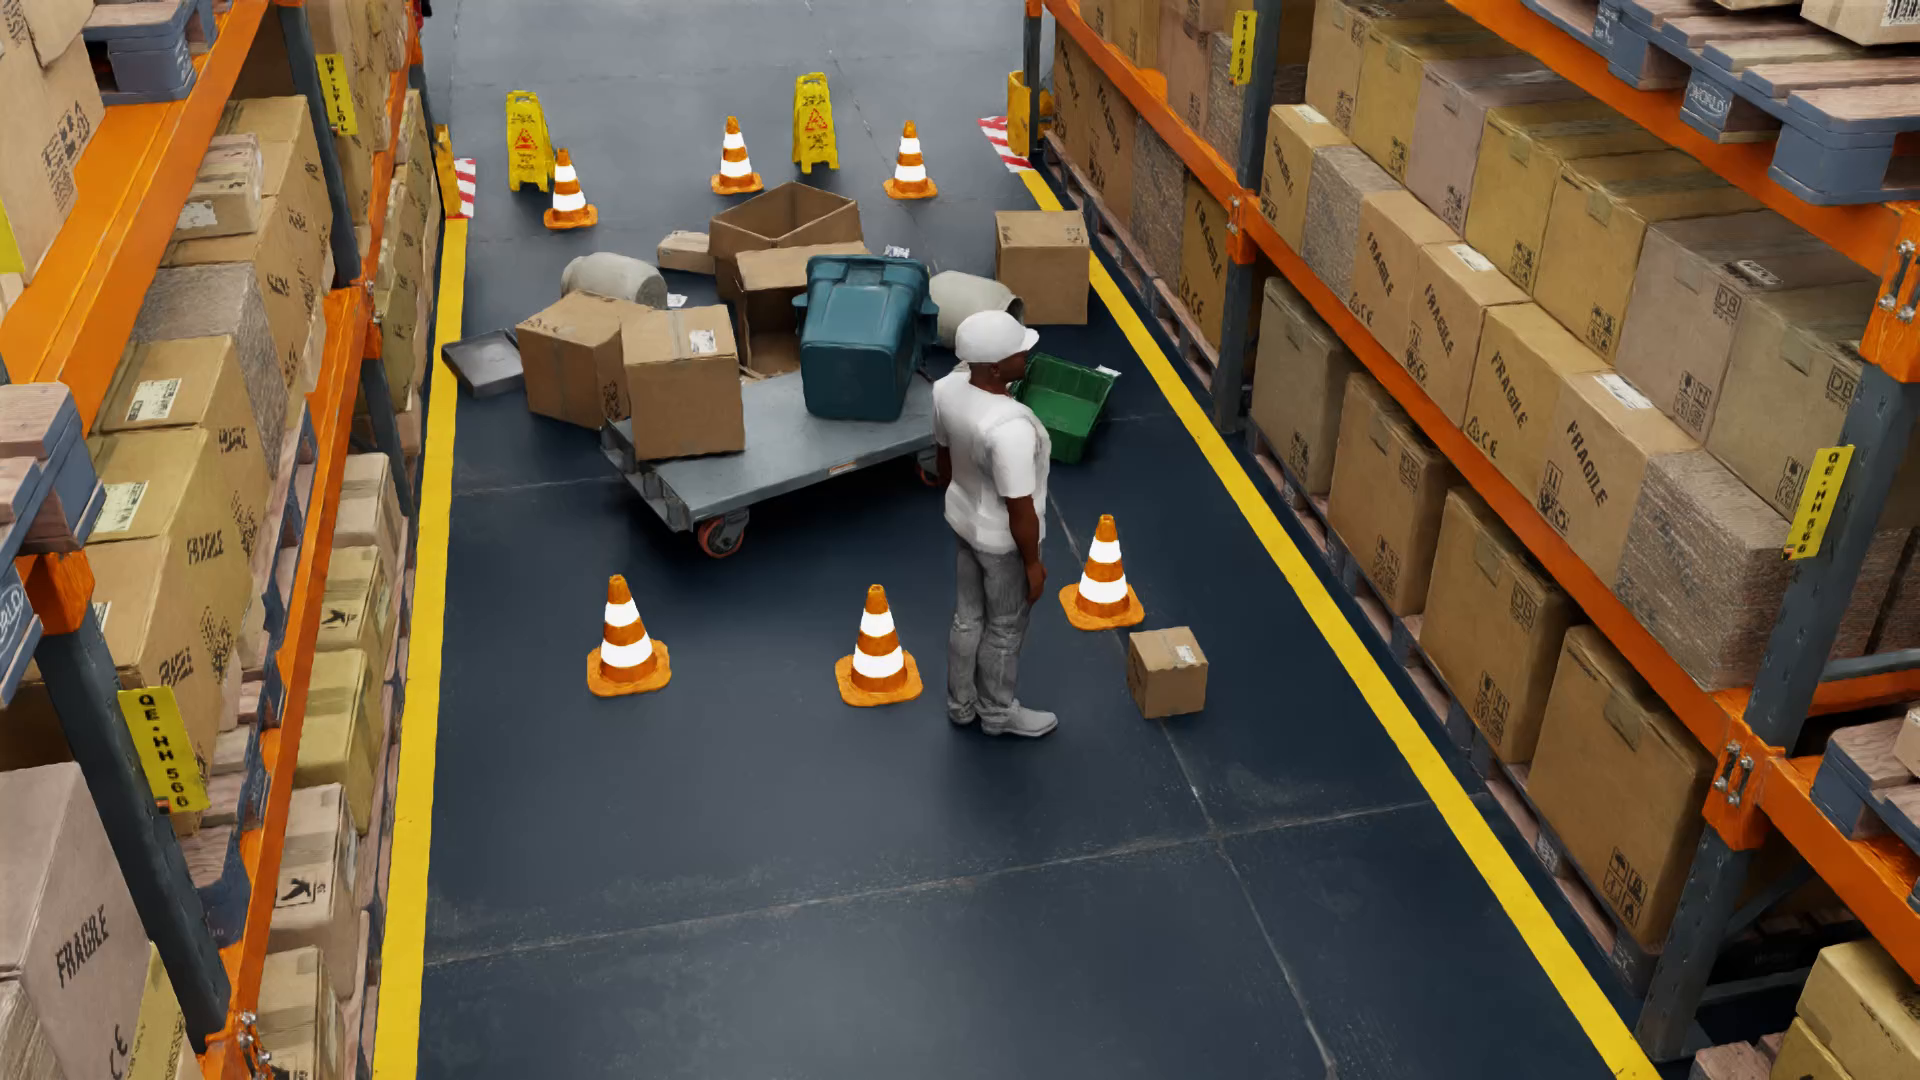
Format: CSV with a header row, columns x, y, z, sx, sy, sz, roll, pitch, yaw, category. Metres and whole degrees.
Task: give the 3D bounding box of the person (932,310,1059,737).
x,y,z,sx,sy,sz,roll,pitch,yaw,category
0.119,-0.054,6.174,0.379,1.770,0.665,-17,38,-24,person
